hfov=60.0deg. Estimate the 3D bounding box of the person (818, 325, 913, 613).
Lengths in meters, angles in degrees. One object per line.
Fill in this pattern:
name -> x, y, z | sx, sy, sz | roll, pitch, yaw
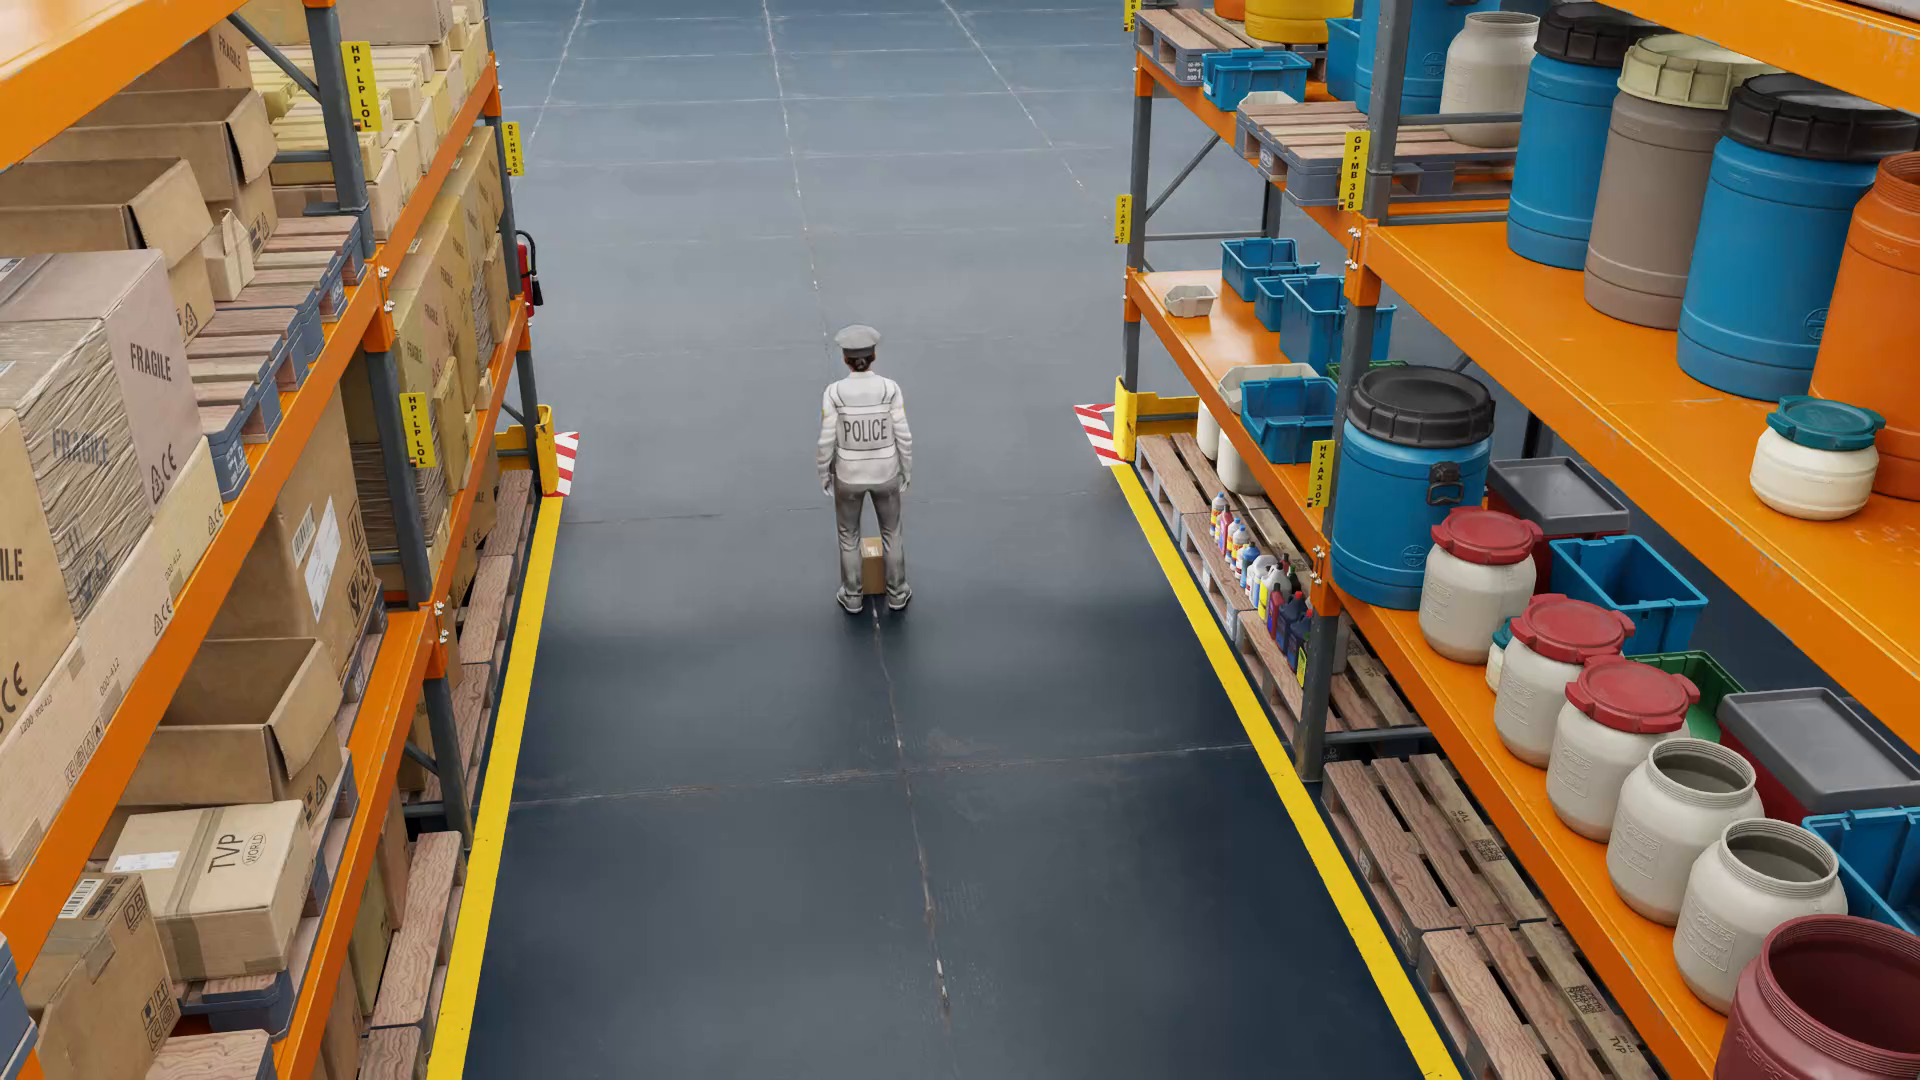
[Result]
person -> -0.528, -0.364, 9.319 | 0.530, 1.663, 0.371 | -3, 28, -7
